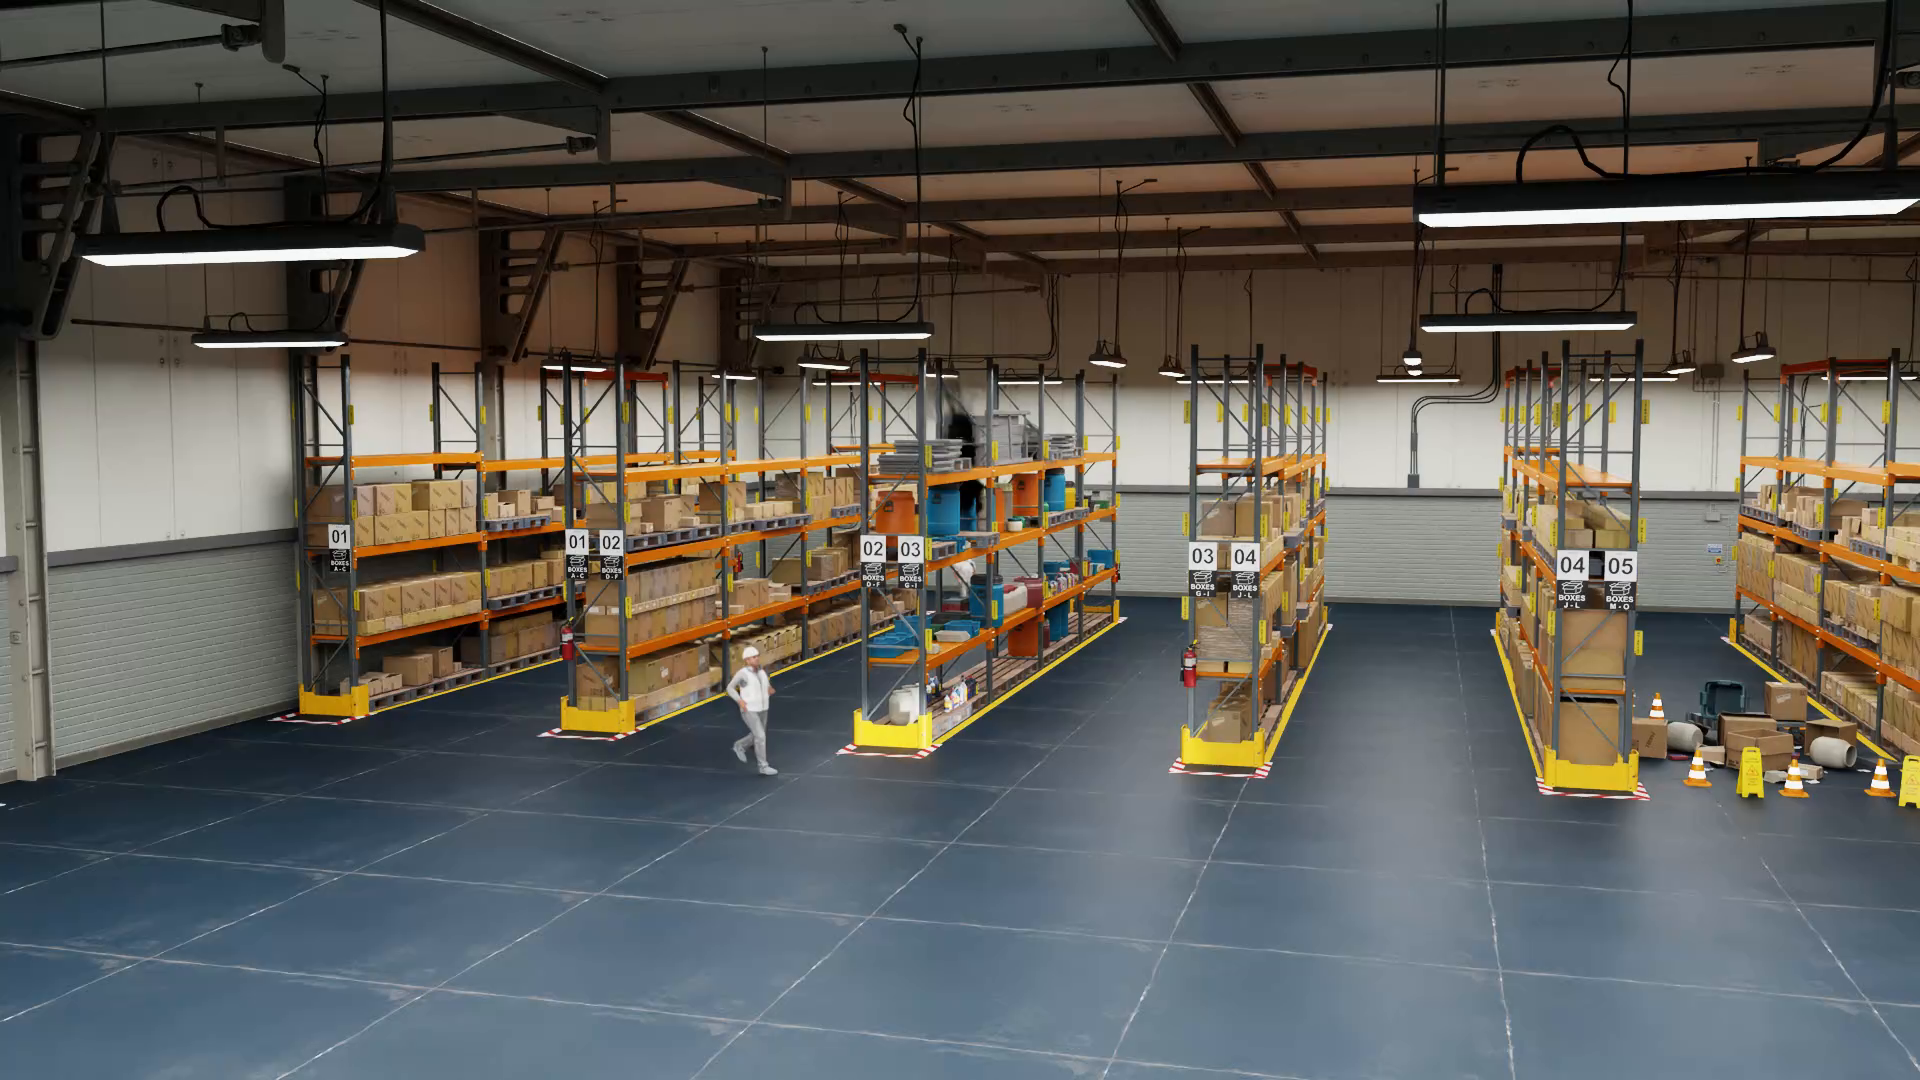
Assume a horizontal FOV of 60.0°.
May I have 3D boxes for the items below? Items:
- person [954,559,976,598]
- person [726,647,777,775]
[{"bbox_3d":[0.179,1.070,41.724,0.628,1.636,0.516,-2,5,-22],"label":"person"},{"bbox_3d":[-2.896,2.370,23.274,0.935,1.750,0.666,3,5,36],"label":"person"}]
